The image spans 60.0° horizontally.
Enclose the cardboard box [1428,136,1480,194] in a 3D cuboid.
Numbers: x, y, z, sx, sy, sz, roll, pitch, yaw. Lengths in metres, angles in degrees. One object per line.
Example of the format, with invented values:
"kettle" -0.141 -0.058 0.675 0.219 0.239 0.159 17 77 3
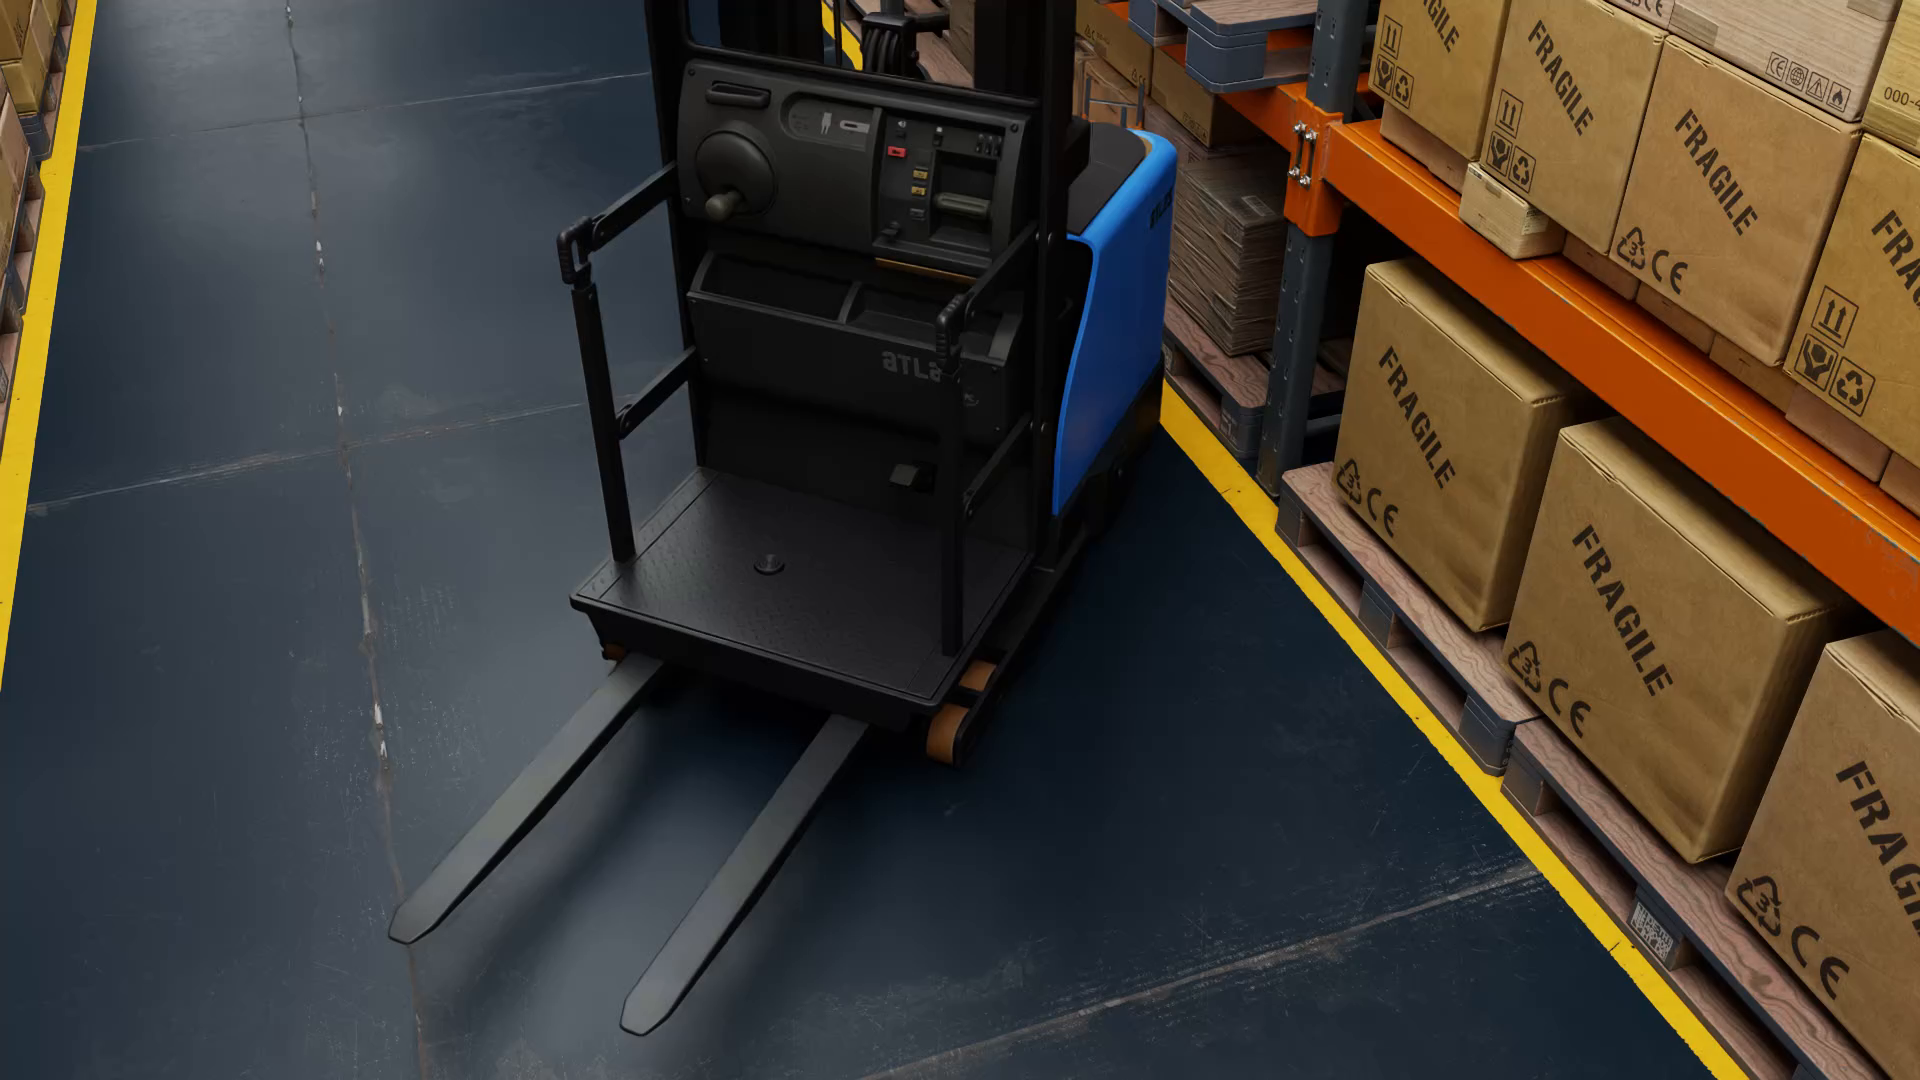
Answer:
"cardboard box" 1.442 -0.995 4.270 0.380 0.149 0.250 -12 39 -15

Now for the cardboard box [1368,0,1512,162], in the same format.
"cardboard box" 1.395 -1.305 4.142 0.500 0.500 0.500 -11 38 -15

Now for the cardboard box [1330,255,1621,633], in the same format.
"cardboard box" 1.598 -0.332 4.635 0.750 0.750 0.750 -13 39 -17

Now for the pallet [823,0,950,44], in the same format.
"pallet" -0.173 -2.984 9.035 1.003 0.211 1.213 -12 39 -16

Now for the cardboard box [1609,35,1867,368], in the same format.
"cardboard box" 1.736 -0.727 3.375 0.500 0.500 0.500 -13 39 -16

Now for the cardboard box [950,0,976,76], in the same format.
"cardboard box" 0.360 -2.490 7.775 0.700 0.500 0.500 -11 38 -14

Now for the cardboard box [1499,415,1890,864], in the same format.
"cardboard box" 1.893 0.164 3.977 0.750 0.750 0.750 -13 39 -16

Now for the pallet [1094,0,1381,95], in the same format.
"pallet" 1.123 -1.770 5.266 1.213 0.211 1.003 -12 39 -16

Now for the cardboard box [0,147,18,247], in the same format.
"cardboard box" -3.971 -1.307 6.428 0.500 0.250 0.500 -13 39 -17

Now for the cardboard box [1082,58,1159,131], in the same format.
"cardboard box" 0.906 -1.629 6.631 0.700 0.500 0.500 -13 39 -16

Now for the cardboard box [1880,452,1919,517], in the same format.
"cardboard box" 1.986 -0.125 3.115 0.380 0.149 0.250 -11 38 -15

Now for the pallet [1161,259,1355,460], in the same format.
"pallet" 1.201 -0.794 6.128 1.003 0.211 1.213 -12 39 -16

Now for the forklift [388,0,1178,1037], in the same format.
"forklift" -0.368 -0.864 3.961 1.130 2.935 3.031 15 39 19

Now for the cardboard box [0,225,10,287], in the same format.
"cardboard box" -3.795 -1.018 6.044 0.500 0.250 0.500 -12 39 -15

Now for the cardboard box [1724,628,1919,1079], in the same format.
"cardboard box" 2.190 0.643 3.341 0.750 0.750 0.750 -11 38 -15

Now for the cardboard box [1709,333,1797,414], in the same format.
"cardboard box" 1.833 -0.418 3.504 0.380 0.149 0.250 -12 39 -15

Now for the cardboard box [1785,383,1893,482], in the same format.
"cardboard box" 1.902 -0.275 3.314 0.380 0.149 0.250 -12 39 -16

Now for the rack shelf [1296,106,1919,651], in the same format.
"rack shelf" 2.156 -0.048 3.419 1.077 0.370 4.000 -12 39 -16

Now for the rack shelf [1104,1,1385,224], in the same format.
"rack shelf" 0.780 -2.308 6.419 1.077 0.370 4.000 -12 39 -16

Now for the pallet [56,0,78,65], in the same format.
"pallet" -5.216 -2.732 8.701 1.003 0.211 1.213 -12 39 -16

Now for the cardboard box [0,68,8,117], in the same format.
"cardboard box" -4.150 -1.822 6.645 0.500 0.311 0.500 -12 39 -16

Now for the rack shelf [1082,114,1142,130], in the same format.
"rack shelf" 0.472 -1.253 5.574 0.215 0.259 0.240 11 34 15

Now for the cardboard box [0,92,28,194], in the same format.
"cardboard box" -4.143 -1.593 6.808 0.500 0.250 0.500 -13 39 -16

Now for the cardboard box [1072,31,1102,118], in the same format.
"cardboard box" 0.723 -1.912 7.007 0.700 0.500 0.500 -12 39 -15

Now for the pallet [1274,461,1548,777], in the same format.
"pallet" 1.669 0.109 4.930 1.003 0.211 1.213 -12 39 -16

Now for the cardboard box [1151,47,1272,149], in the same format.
"cardboard box" 1.034 -1.673 6.067 0.500 0.250 0.500 -12 39 -15

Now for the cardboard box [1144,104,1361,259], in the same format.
"cardboard box" 1.103 -1.354 6.266 0.700 0.500 0.500 -13 39 -16

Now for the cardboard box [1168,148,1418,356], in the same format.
"cardboard box" 1.171 -1.039 5.848 0.700 0.500 0.500 -12 39 -15

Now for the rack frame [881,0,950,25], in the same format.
"rack frame" 0.092 -3.725 7.703 1.000 3.000 0.127 -12 39 -16

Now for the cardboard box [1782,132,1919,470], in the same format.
"cardboard box" 1.923 -0.434 2.986 0.500 0.500 0.500 -11 38 -15

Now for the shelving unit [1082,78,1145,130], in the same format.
"shelving unit" 0.465 -1.023 5.721 0.215 1.050 0.252 11 34 15

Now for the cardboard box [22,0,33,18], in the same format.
"cardboard box" -4.603 -2.674 7.620 0.500 0.500 0.500 -12 39 -16

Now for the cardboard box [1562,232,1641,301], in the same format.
"cardboard box" 1.657 -0.711 3.893 0.380 0.149 0.250 -13 39 -16

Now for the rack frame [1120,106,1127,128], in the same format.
"rack frame" 0.426 -0.961 5.623 0.200 1.050 0.008 11 34 15

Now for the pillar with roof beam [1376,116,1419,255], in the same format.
"pillar with roof beam" -2.209 -3.884 2.927 9.100 9.000 0.400 -12 39 -16

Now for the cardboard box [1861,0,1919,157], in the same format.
"cardboard box" 1.925 -0.750 2.782 0.500 0.250 0.500 -13 39 -17

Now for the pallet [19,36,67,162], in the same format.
"pallet" -4.793 -2.042 7.785 1.003 0.211 1.213 -12 39 -16

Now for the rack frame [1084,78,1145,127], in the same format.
"rack frame" 0.504 -1.085 5.819 0.200 1.050 0.008 11 34 15

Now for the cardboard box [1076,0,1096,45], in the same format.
"cardboard box" 0.698 -2.248 6.831 0.500 0.250 0.500 -14 39 -17

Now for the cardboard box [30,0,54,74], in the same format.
"cardboard box" -4.600 -2.375 7.847 0.500 0.250 0.500 -12 39 -16

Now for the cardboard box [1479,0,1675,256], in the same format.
"cardboard box" 1.566 -1.007 3.747 0.500 0.500 0.500 -11 38 -14

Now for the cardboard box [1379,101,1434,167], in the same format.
"cardboard box" 1.364 -1.139 4.462 0.380 0.149 0.250 -13 39 -17

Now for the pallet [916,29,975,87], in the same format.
"pallet" 0.361 -2.172 7.958 1.003 0.211 1.213 -12 39 -16

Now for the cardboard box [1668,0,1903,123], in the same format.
"cardboard box" 1.744 -1.037 3.163 0.500 0.250 0.500 -12 39 -16

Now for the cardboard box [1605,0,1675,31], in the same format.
"cardboard box" 1.568 -1.319 3.537 0.500 0.250 0.500 -13 39 -17

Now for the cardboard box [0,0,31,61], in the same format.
"cardboard box" -4.424 -2.393 7.247 0.500 0.500 0.500 -12 39 -16

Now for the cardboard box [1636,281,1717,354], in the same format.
"cardboard box" 1.754 -0.566 3.701 0.380 0.149 0.250 -12 39 -15

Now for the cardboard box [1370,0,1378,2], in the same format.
"cardboard box" 1.297 -1.945 4.890 0.700 0.500 0.500 -17 40 -21

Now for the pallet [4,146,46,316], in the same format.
"pallet" -4.268 -1.176 6.635 1.003 0.211 1.213 -12 39 -16

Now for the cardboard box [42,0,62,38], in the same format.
"cardboard box" -4.768 -2.659 8.223 0.500 0.250 0.500 -12 39 -16

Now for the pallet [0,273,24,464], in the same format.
"pallet" -3.845 -0.485 5.719 1.003 0.211 1.213 -12 39 -16

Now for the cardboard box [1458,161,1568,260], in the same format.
"cardboard box" 1.454 -0.828 4.048 0.380 0.149 0.250 -11 38 -15

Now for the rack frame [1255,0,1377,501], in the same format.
"rack frame" 1.468 -1.466 4.703 1.000 3.000 0.127 -12 39 -16

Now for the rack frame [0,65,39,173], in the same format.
"rack frame" -4.558 -2.698 6.338 1.000 3.000 0.127 -12 39 -16

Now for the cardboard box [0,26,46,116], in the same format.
"cardboard box" -4.433 -2.092 7.470 0.500 0.250 0.500 -12 39 -16

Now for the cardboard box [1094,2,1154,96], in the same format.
"cardboard box" 0.852 -1.963 6.451 0.500 0.250 0.500 -13 39 -16

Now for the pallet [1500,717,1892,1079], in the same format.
"pallet" 2.085 0.797 4.016 1.003 0.211 1.213 -12 39 -16
